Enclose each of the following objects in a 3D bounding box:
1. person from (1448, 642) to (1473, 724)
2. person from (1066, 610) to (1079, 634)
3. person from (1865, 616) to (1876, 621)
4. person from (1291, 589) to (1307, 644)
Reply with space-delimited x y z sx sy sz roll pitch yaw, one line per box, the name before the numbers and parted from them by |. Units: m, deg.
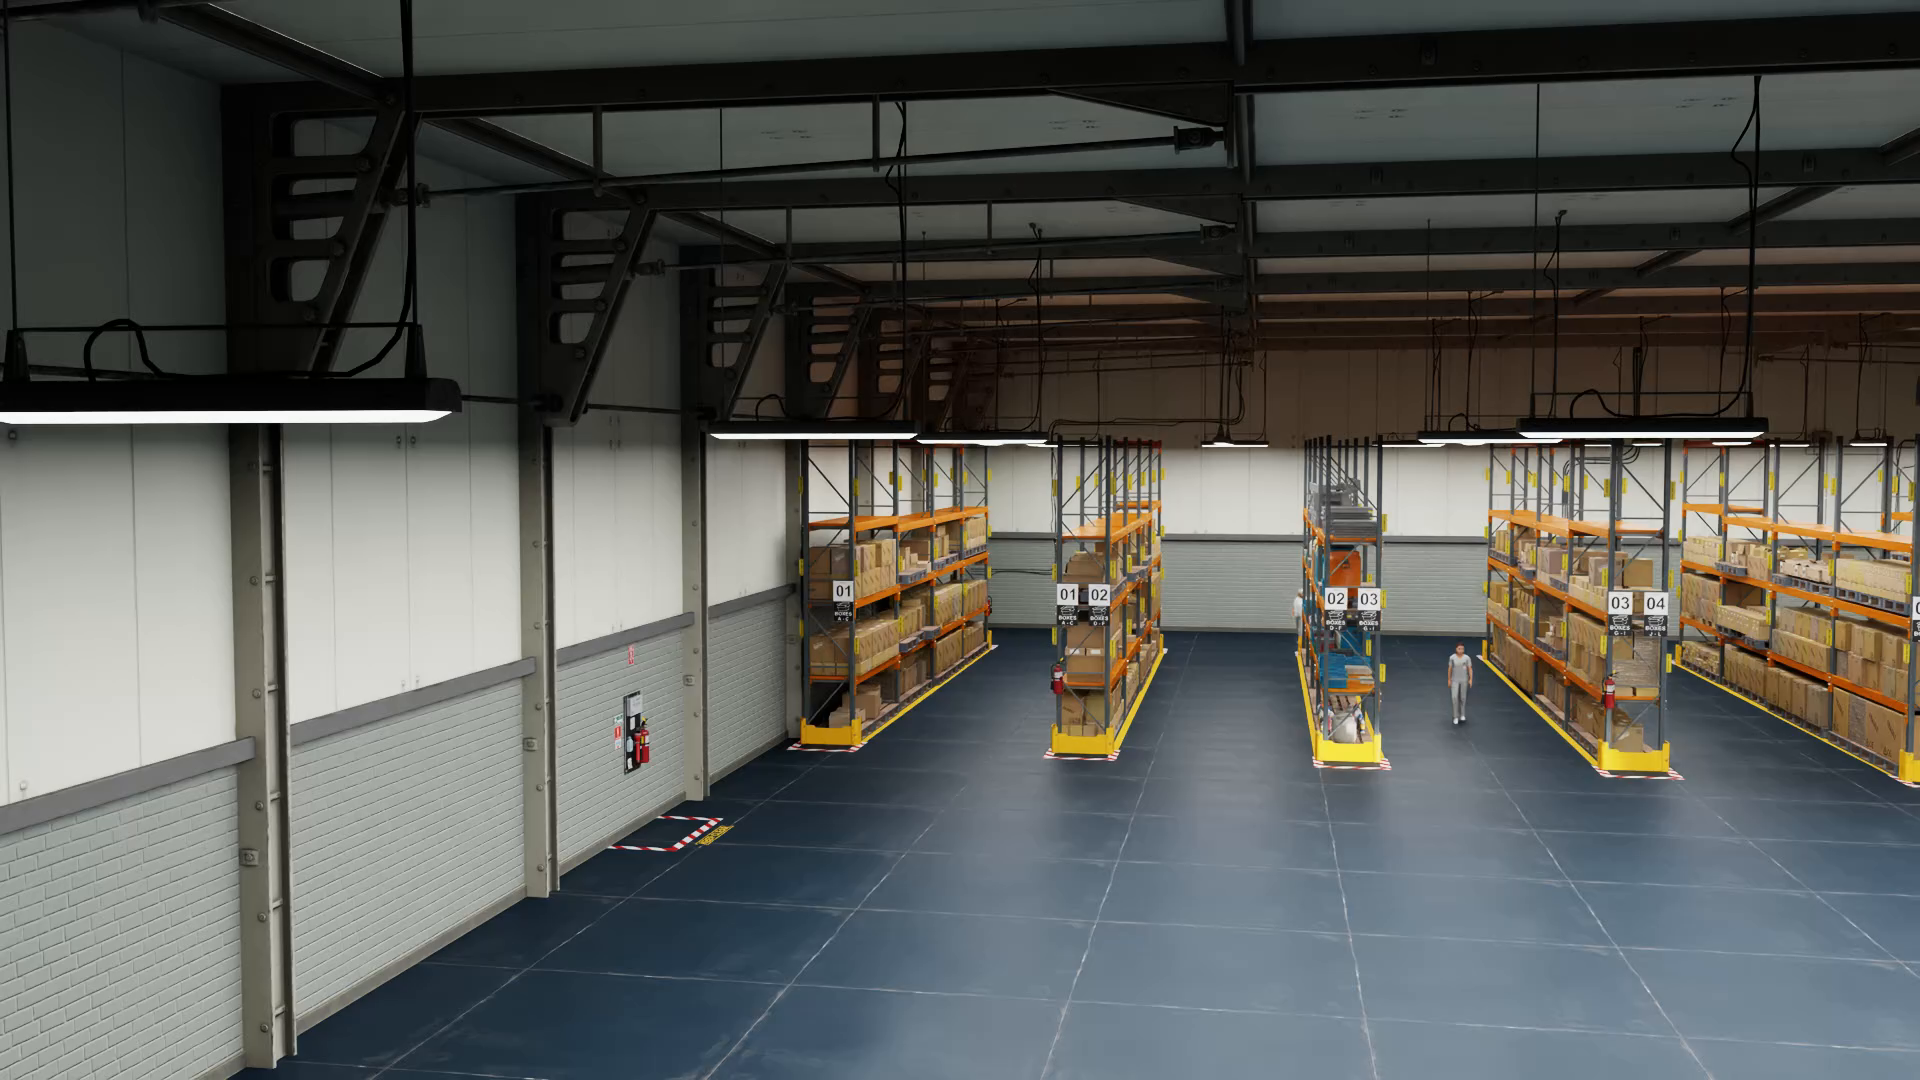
person | 10.530 3.009 34.998 0.485 1.725 0.537 1 3 12
person | 3.151 2.453 44.597 0.611 1.726 0.744 0 3 -3
person | 22.532 2.619 41.054 0.581 1.792 0.584 -1 3 -20
person | 10.109 2.240 49.192 0.508 1.608 1.006 2 4 38
